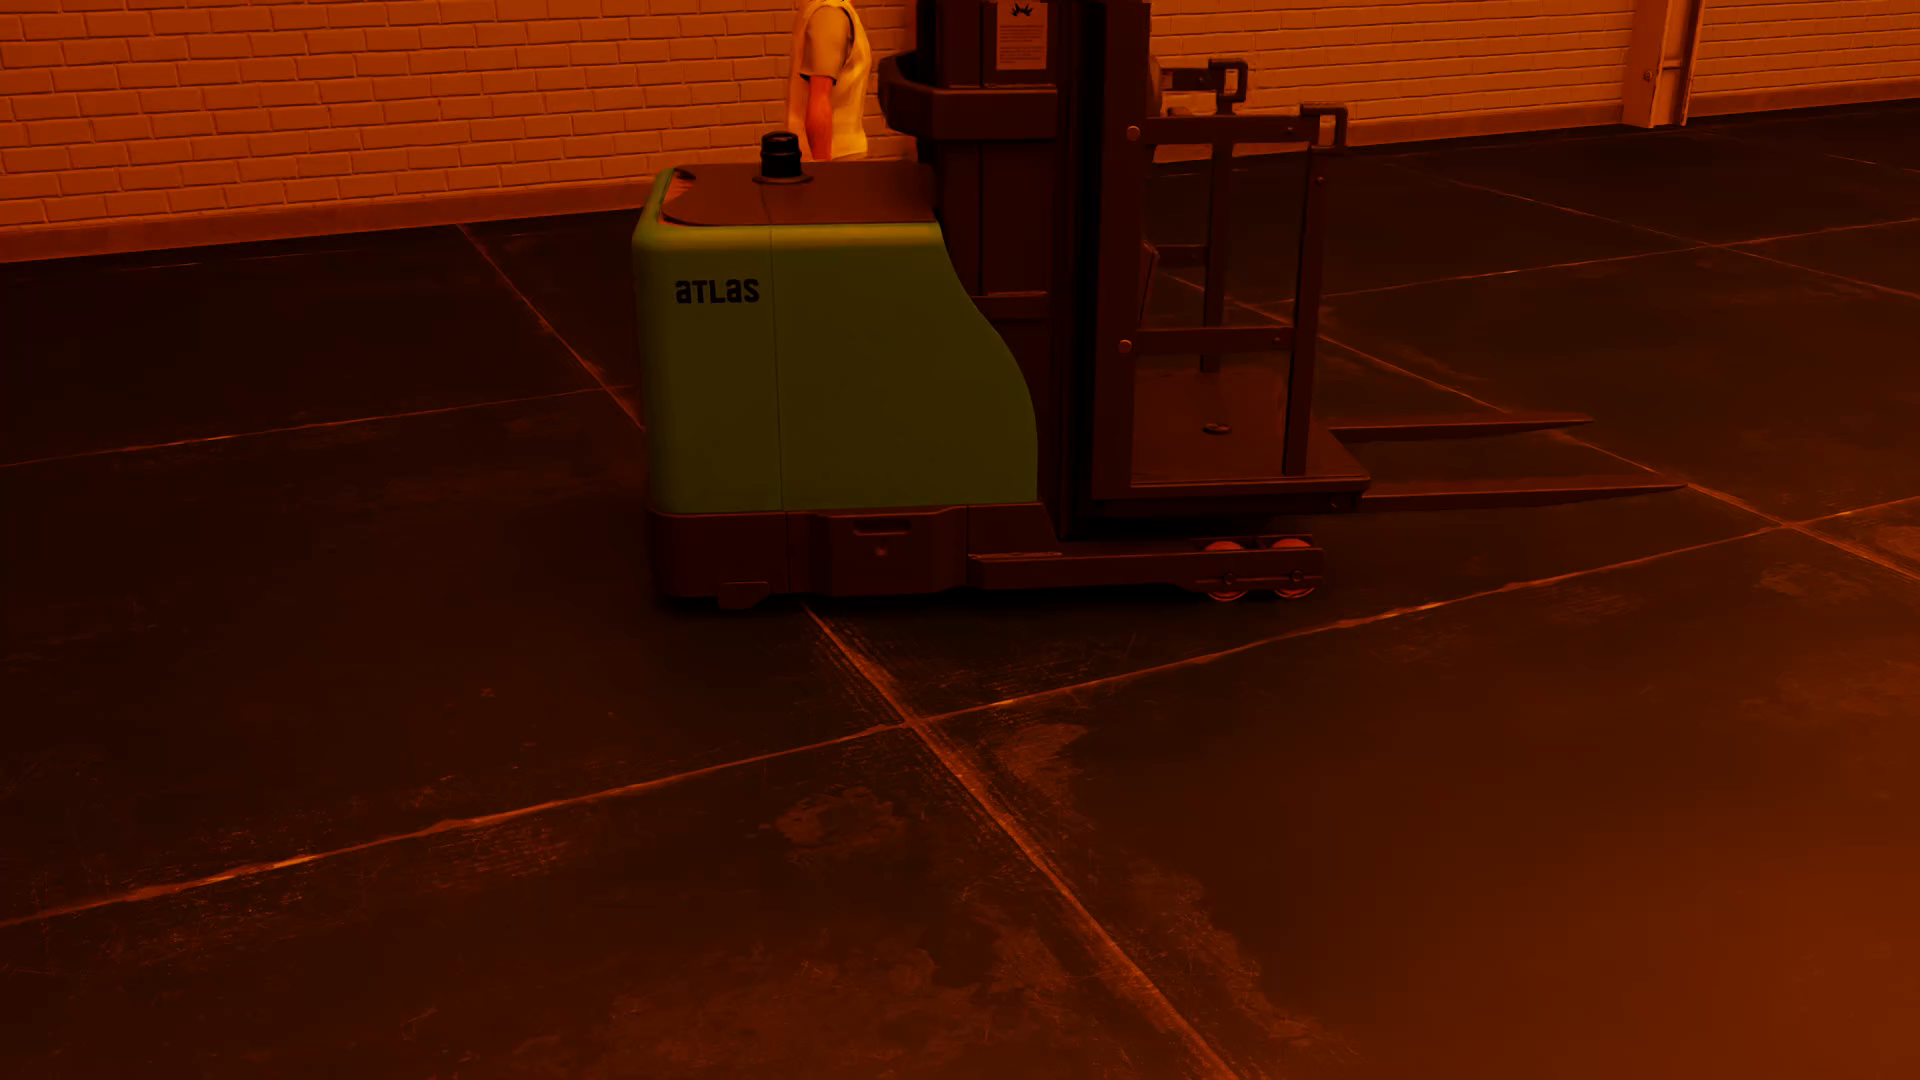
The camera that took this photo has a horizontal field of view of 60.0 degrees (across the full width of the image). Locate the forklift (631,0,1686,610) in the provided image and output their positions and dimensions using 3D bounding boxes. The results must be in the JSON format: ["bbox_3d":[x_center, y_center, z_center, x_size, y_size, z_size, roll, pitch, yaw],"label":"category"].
[{"bbox_3d":[0.612,-1.382,4.612,3.031,2.935,1.130,-2,23,-5],"label":"forklift"}]

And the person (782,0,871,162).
[{"bbox_3d":[-0.453,-1.452,6.322,0.433,1.750,0.852,-4,23,-9],"label":"person"}]
